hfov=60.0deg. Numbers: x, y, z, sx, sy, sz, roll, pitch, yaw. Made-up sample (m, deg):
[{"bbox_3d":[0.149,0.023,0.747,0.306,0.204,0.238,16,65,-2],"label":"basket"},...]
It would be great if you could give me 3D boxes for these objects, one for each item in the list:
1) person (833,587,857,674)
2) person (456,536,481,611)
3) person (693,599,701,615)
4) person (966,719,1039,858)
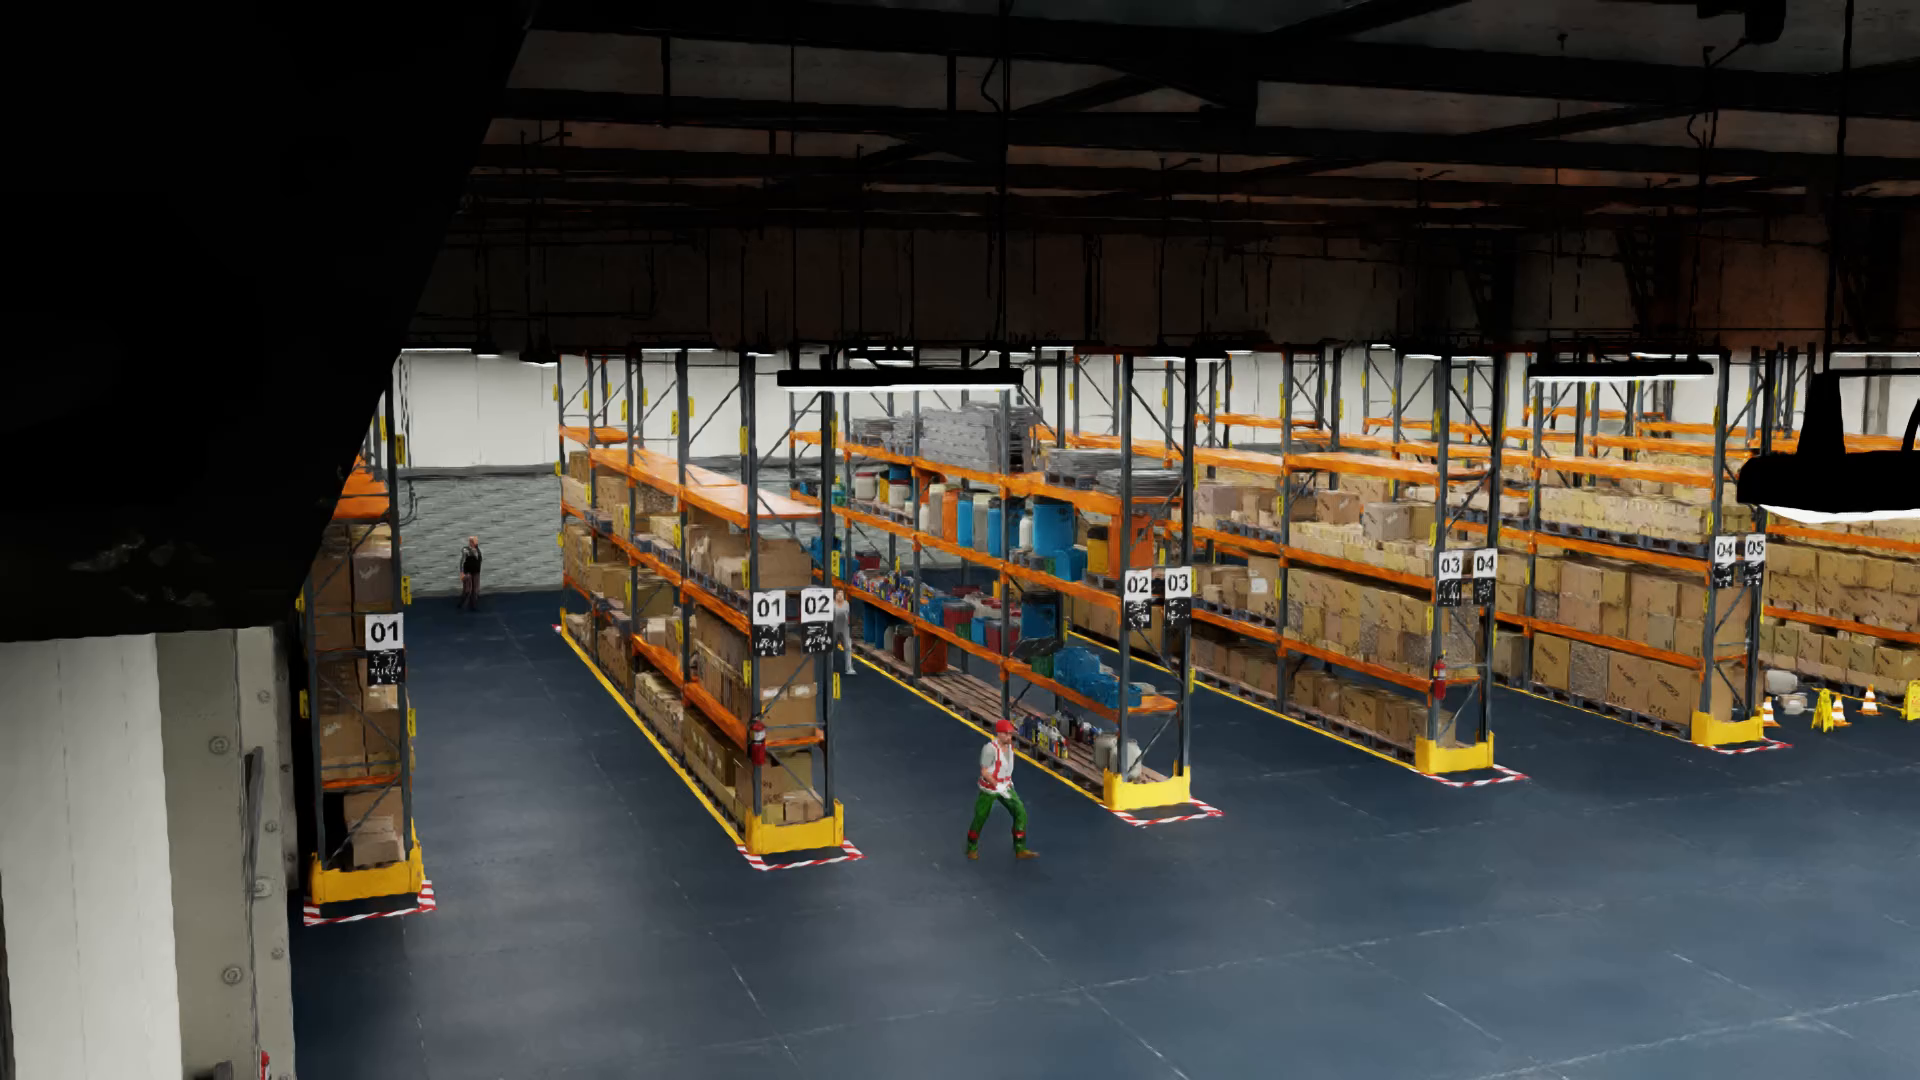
[{"bbox_3d":[-2.236,1.640,30.642,0.446,1.590,1.109,-2,8,-18],"label":"person"},{"bbox_3d":[-11.041,0.744,37.370,0.539,1.710,0.585,5,9,33],"label":"person"},{"bbox_3d":[-5.167,1.284,33.518,0.598,1.618,0.506,-3,8,-23],"label":"person"},{"bbox_3d":[0.447,2.960,19.802,0.668,1.722,0.793,-6,10,-41],"label":"person"}]
